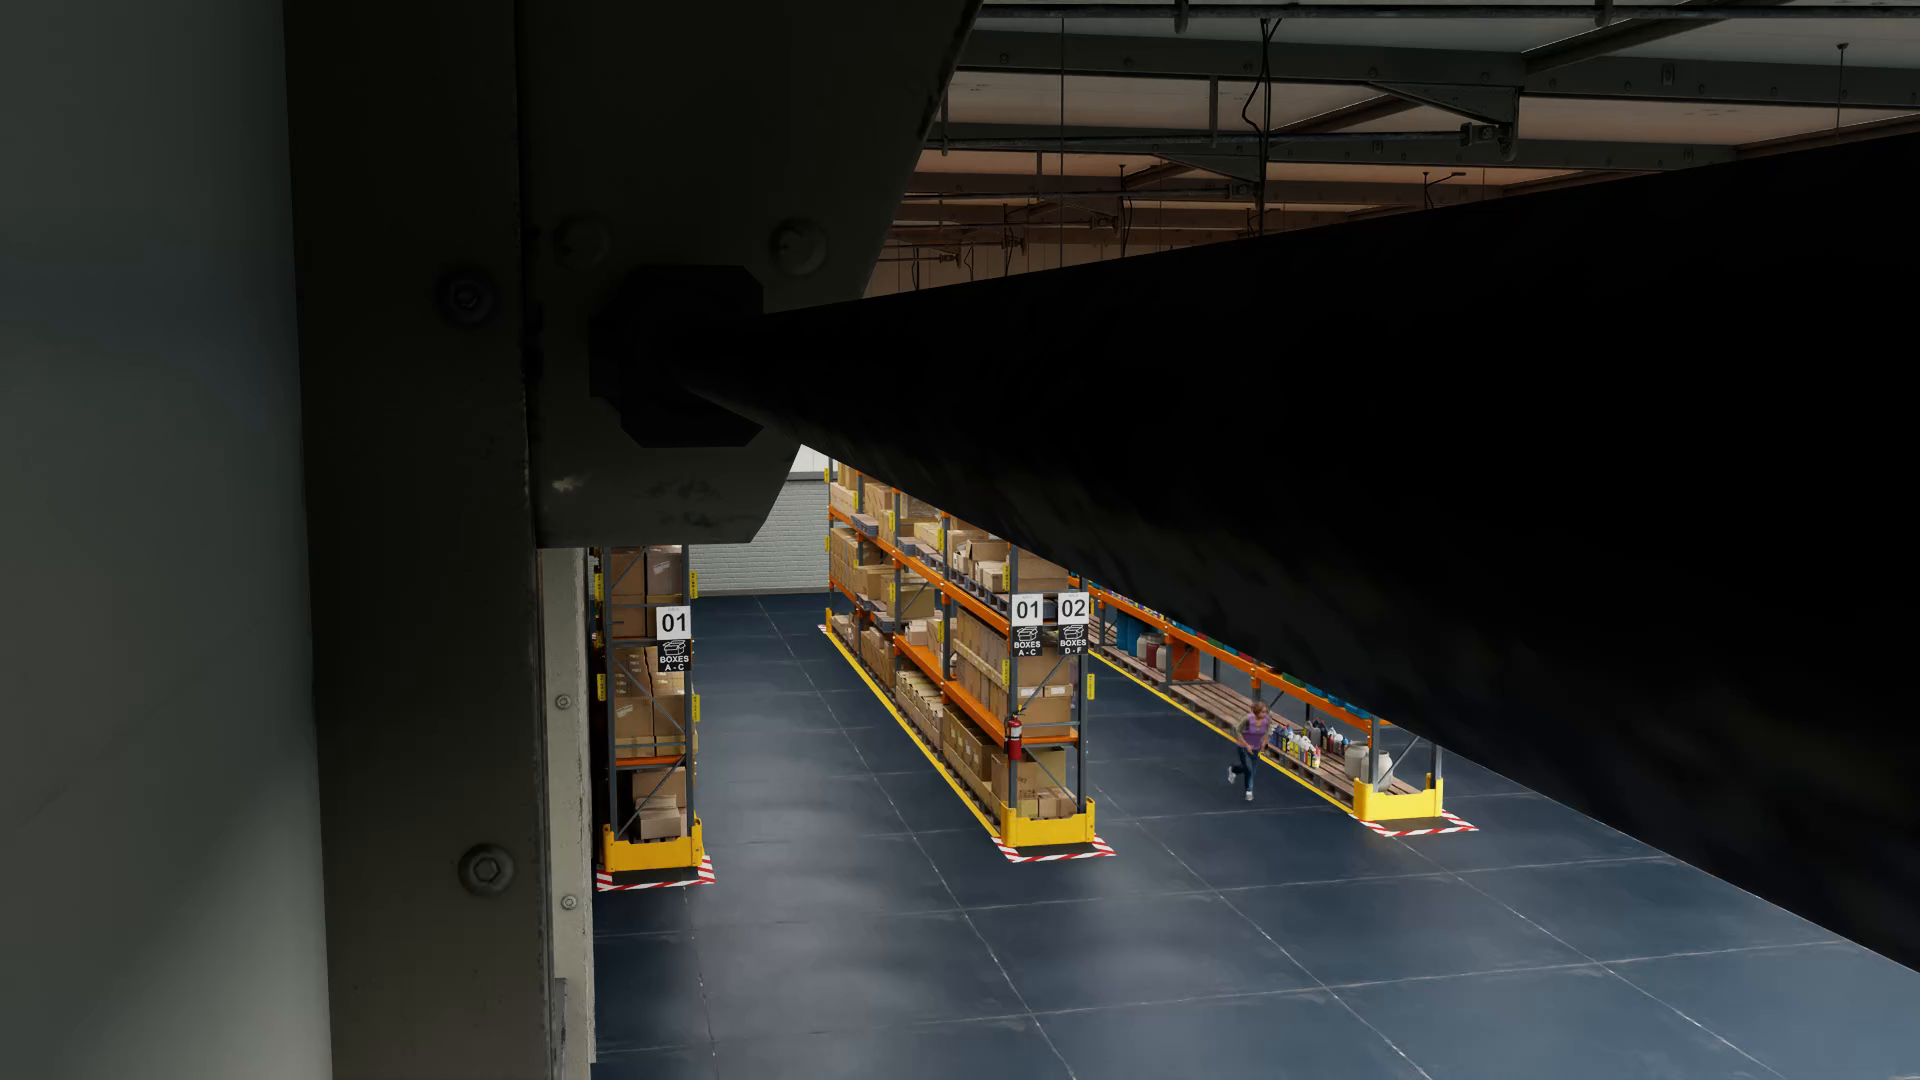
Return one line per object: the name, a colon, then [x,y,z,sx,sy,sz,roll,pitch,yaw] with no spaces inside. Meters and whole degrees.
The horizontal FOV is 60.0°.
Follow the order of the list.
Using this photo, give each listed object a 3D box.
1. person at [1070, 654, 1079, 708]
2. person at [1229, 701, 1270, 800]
person: [1.982,2.119,28.706,0.561,1.624,0.621,-3,7,-23]
person: [4.026,2.890,23.184,0.552,1.436,0.887,-2,7,-19]
